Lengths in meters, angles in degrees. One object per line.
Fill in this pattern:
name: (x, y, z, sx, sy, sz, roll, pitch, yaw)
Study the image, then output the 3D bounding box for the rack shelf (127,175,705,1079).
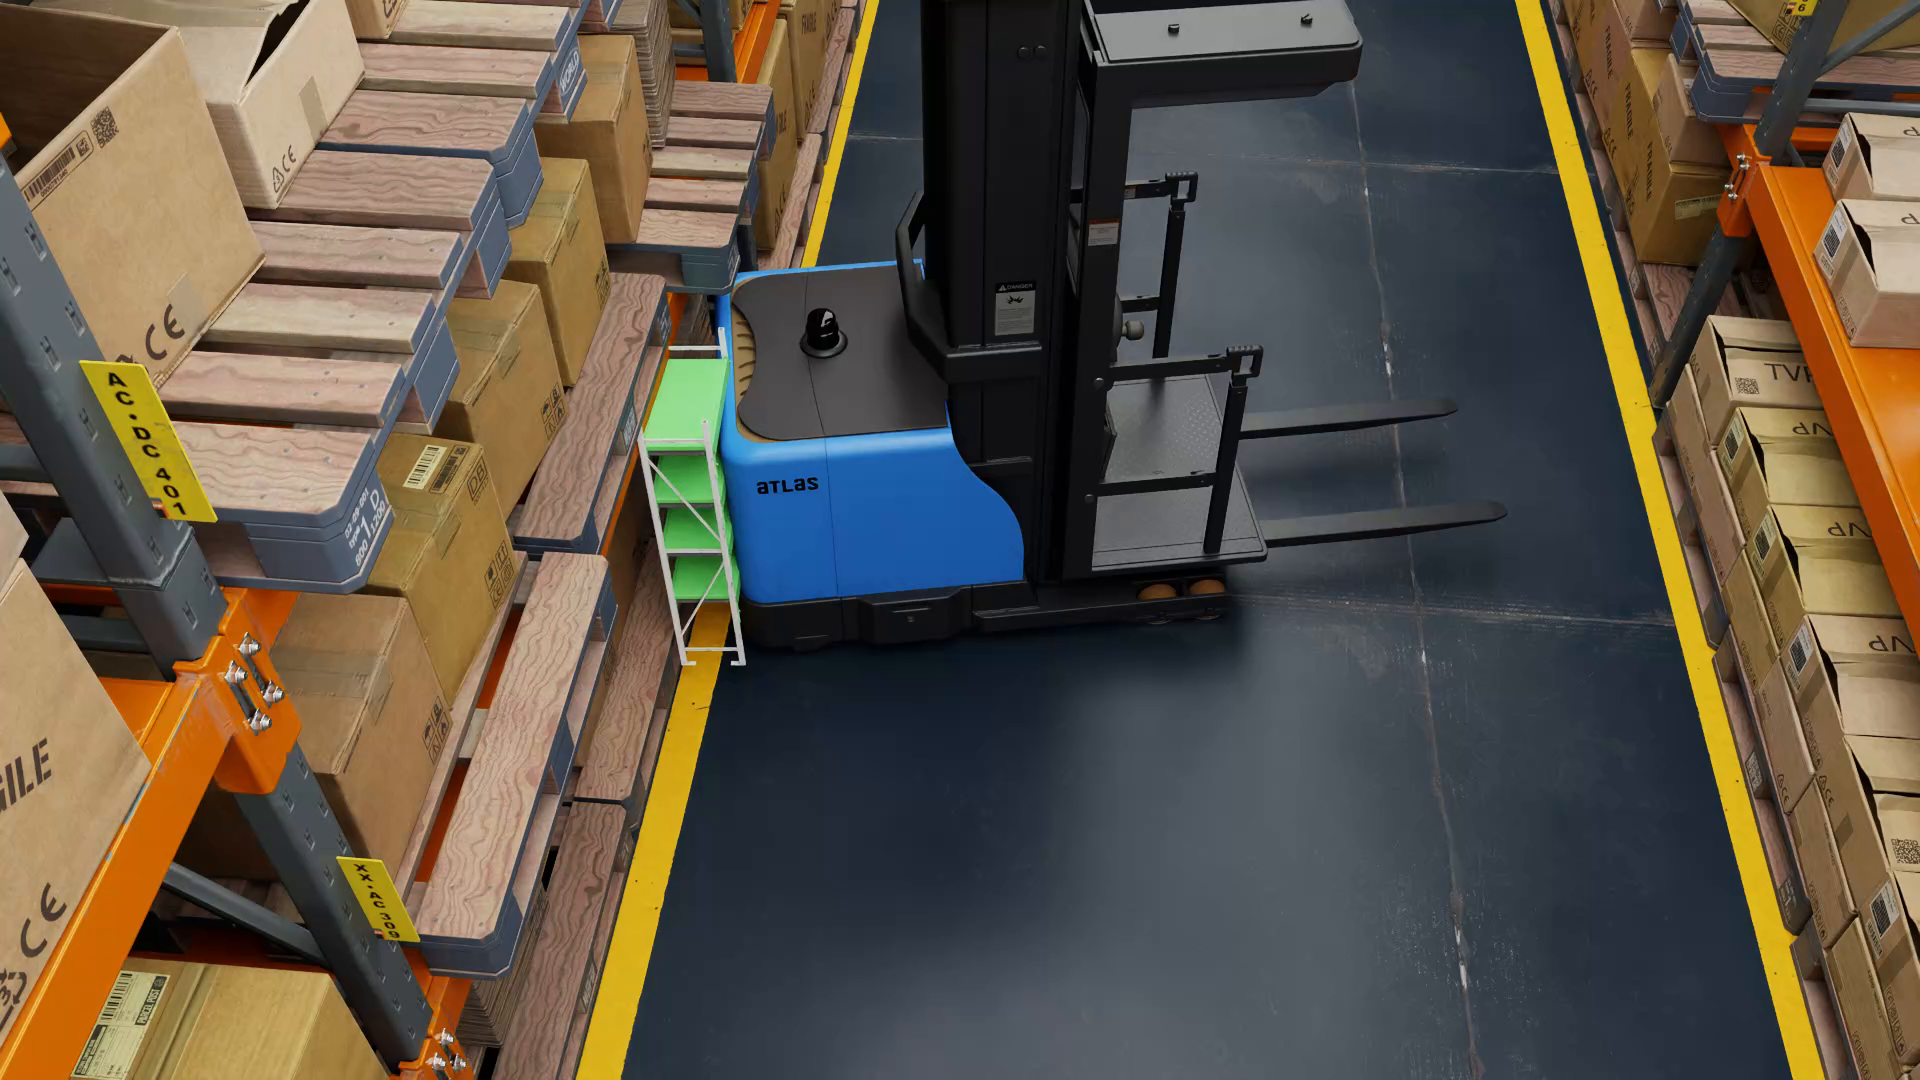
rack shelf: (-1.572, -0.213, 5.426, 1.077, 0.370, 4.000, 4, 48, 4)

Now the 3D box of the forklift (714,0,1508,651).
forklift: (0.622, -1.046, 5.746, 3.031, 2.935, 1.130, -5, 48, -5)

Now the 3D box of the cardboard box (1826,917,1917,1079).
cardboard box: (2.976, 1.435, 5.010, 0.500, 0.250, 0.500, 3, 48, 3)

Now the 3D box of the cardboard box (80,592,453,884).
cardboard box: (-1.674, 0.460, 3.957, 0.700, 0.500, 0.500, 4, 48, 4)

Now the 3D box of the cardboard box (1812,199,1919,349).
cardboard box: (3.269, -0.921, 5.646, 0.500, 0.311, 0.500, 3, 48, 3)

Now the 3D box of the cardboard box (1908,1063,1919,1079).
cardboard box: (2.930, 1.624, 4.456, 0.500, 0.311, 0.500, 4, 48, 4)

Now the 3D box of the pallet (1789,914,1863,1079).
pallet: (3.207, 1.741, 5.040, 1.003, 0.211, 1.213, 4, 48, 4)

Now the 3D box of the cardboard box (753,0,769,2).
cardboard box: (-0.989, -2.448, 7.139, 0.380, 0.149, 0.250, 5, 48, 5)

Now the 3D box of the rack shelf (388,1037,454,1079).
rack shelf: (-1.937, 2.726, 2.737, 1.077, 0.370, 4.000, 4, 48, 4)

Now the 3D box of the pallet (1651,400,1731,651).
pallet: (3.429, -0.052, 6.680, 1.003, 0.211, 1.213, 4, 48, 4)

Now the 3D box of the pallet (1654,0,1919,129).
pallet: (3.535, -2.033, 6.733, 1.213, 0.211, 1.003, 4, 48, 4)

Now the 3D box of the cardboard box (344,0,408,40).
cardboard box: (-1.513, -1.477, 3.709, 0.500, 0.500, 0.500, 2, 48, 2)

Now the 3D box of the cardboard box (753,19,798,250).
cardboard box: (-1.192, -1.873, 7.629, 0.750, 0.750, 0.750, 3, 48, 3)

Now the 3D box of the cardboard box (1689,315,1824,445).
cardboard box: (3.203, -0.633, 6.521, 0.500, 0.311, 0.500, 5, 48, 5)

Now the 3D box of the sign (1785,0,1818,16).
sign: (3.002, -1.989, 5.831, 0.100, 0.325, 0.005, 4, 48, 4)

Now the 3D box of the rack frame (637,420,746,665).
rack frame: (-0.932, 0.041, 5.822, 0.240, 1.200, 0.015, 0, 45, 1)

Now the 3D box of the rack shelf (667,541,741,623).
rack shelf: (-0.926, 0.083, 6.210, 0.258, 0.148, 0.480, 0, 45, 1)

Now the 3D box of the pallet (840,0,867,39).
pallet: (-1.021, -3.352, 9.699, 1.003, 0.211, 1.213, 4, 48, 4)

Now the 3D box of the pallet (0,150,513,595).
pallet: (-1.592, -0.382, 3.187, 1.213, 0.211, 1.003, 4, 48, 4)

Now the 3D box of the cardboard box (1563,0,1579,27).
cardboard box: (3.584, -3.108, 8.981, 0.500, 0.500, 0.500, 4, 48, 4)

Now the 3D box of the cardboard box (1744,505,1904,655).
cardboard box: (3.115, 0.128, 5.825, 0.500, 0.311, 0.500, 3, 48, 2)

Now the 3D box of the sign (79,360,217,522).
sign: (-1.214, -0.142, 2.490, 0.100, 0.325, 0.005, 4, 48, 4)

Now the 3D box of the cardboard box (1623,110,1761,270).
cardboard box: (3.395, -1.603, 7.605, 0.500, 0.500, 0.500, 6, 48, 5)

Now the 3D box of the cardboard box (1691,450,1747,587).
cardboard box: (3.158, -0.074, 6.390, 0.500, 0.250, 0.500, 3, 48, 2)

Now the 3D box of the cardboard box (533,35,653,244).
cardboard box: (-1.447, -1.349, 5.611, 0.700, 0.500, 0.500, 0, 48, 0)

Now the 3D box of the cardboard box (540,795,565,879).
cardboard box: (-1.707, 0.784, 5.422, 0.700, 0.500, 0.500, 3, 48, 3)

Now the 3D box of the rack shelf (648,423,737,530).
rack shelf: (-0.932, -0.257, 5.870, 0.258, 0.148, 0.480, 0, 45, 1)

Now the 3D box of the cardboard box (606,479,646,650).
cardboard box: (-1.584, 0.040, 6.103, 0.700, 0.500, 0.500, 4, 48, 3)

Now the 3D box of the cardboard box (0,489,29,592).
cardboard box: (-1.530, 0.010, 1.943, 0.500, 0.500, 0.500, 0, 48, 0)

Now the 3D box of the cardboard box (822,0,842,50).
cardboard box: (-1.033, -3.141, 8.789, 0.750, 0.750, 0.750, 5, 48, 5)

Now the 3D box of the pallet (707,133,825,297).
pallet: (-1.243, -1.559, 8.059, 1.003, 0.211, 1.213, 4, 48, 4)

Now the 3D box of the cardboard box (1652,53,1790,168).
cardboard box: (3.396, -1.898, 7.367, 0.500, 0.250, 0.500, 6, 48, 5)

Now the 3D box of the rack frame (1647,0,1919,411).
rack frame: (3.543, -1.595, 6.202, 1.000, 3.000, 0.127, 4, 48, 4)

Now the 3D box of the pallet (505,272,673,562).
pallet: (-1.530, -0.404, 5.242, 1.003, 0.211, 1.213, 4, 48, 4)

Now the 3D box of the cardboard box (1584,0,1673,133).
cardboard box: (3.484, -2.369, 8.306, 0.500, 0.500, 0.500, 2, 48, 2)

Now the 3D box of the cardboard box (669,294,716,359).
cardboard box: (-1.404, -0.698, 6.777, 0.700, 0.500, 0.500, 4, 48, 4)

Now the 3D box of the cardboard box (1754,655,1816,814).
cardboard box: (3.070, 0.685, 5.696, 0.500, 0.250, 0.500, 5, 48, 4)

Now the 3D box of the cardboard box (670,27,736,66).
cardboard box: (-1.129, -2.074, 6.797, 0.380, 0.149, 0.250, 3, 48, 3)

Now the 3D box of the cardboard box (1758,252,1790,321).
cardboard box: (3.869, -1.215, 7.251, 0.500, 0.500, 0.500, 6, 48, 5)

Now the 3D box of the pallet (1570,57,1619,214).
pallet: (3.763, -2.094, 8.548, 1.003, 0.211, 1.213, 4, 48, 4)

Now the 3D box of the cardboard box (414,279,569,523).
cardboard box: (-1.587, -0.436, 4.776, 0.700, 0.500, 0.500, 10, 48, 9)

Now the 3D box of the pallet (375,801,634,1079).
pallet: (-1.685, 1.383, 5.368, 1.003, 0.211, 1.213, 4, 48, 4)

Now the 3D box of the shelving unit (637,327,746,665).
shelving unit: (-0.930, -0.132, 5.995, 0.258, 1.200, 0.503, 0, 45, 1)

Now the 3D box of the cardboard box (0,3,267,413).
cardboard box: (-1.625, -0.571, 2.880, 0.500, 0.500, 0.500, 10, 48, 9)

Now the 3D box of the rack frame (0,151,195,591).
rack frame: (-1.755, -1.011, 1.602, 1.000, 3.000, 0.127, 4, 48, 4)

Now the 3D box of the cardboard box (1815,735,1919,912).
cardboard box: (3.019, 0.875, 5.142, 0.500, 0.311, 0.500, 4, 48, 3)

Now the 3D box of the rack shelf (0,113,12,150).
rack shelf: (-1.572, -2.103, 3.360, 1.077, 0.370, 4.000, 4, 48, 4)

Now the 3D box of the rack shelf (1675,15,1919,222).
rack shelf: (3.726, -2.822, 7.812, 1.077, 0.370, 4.000, 4, 48, 4)
